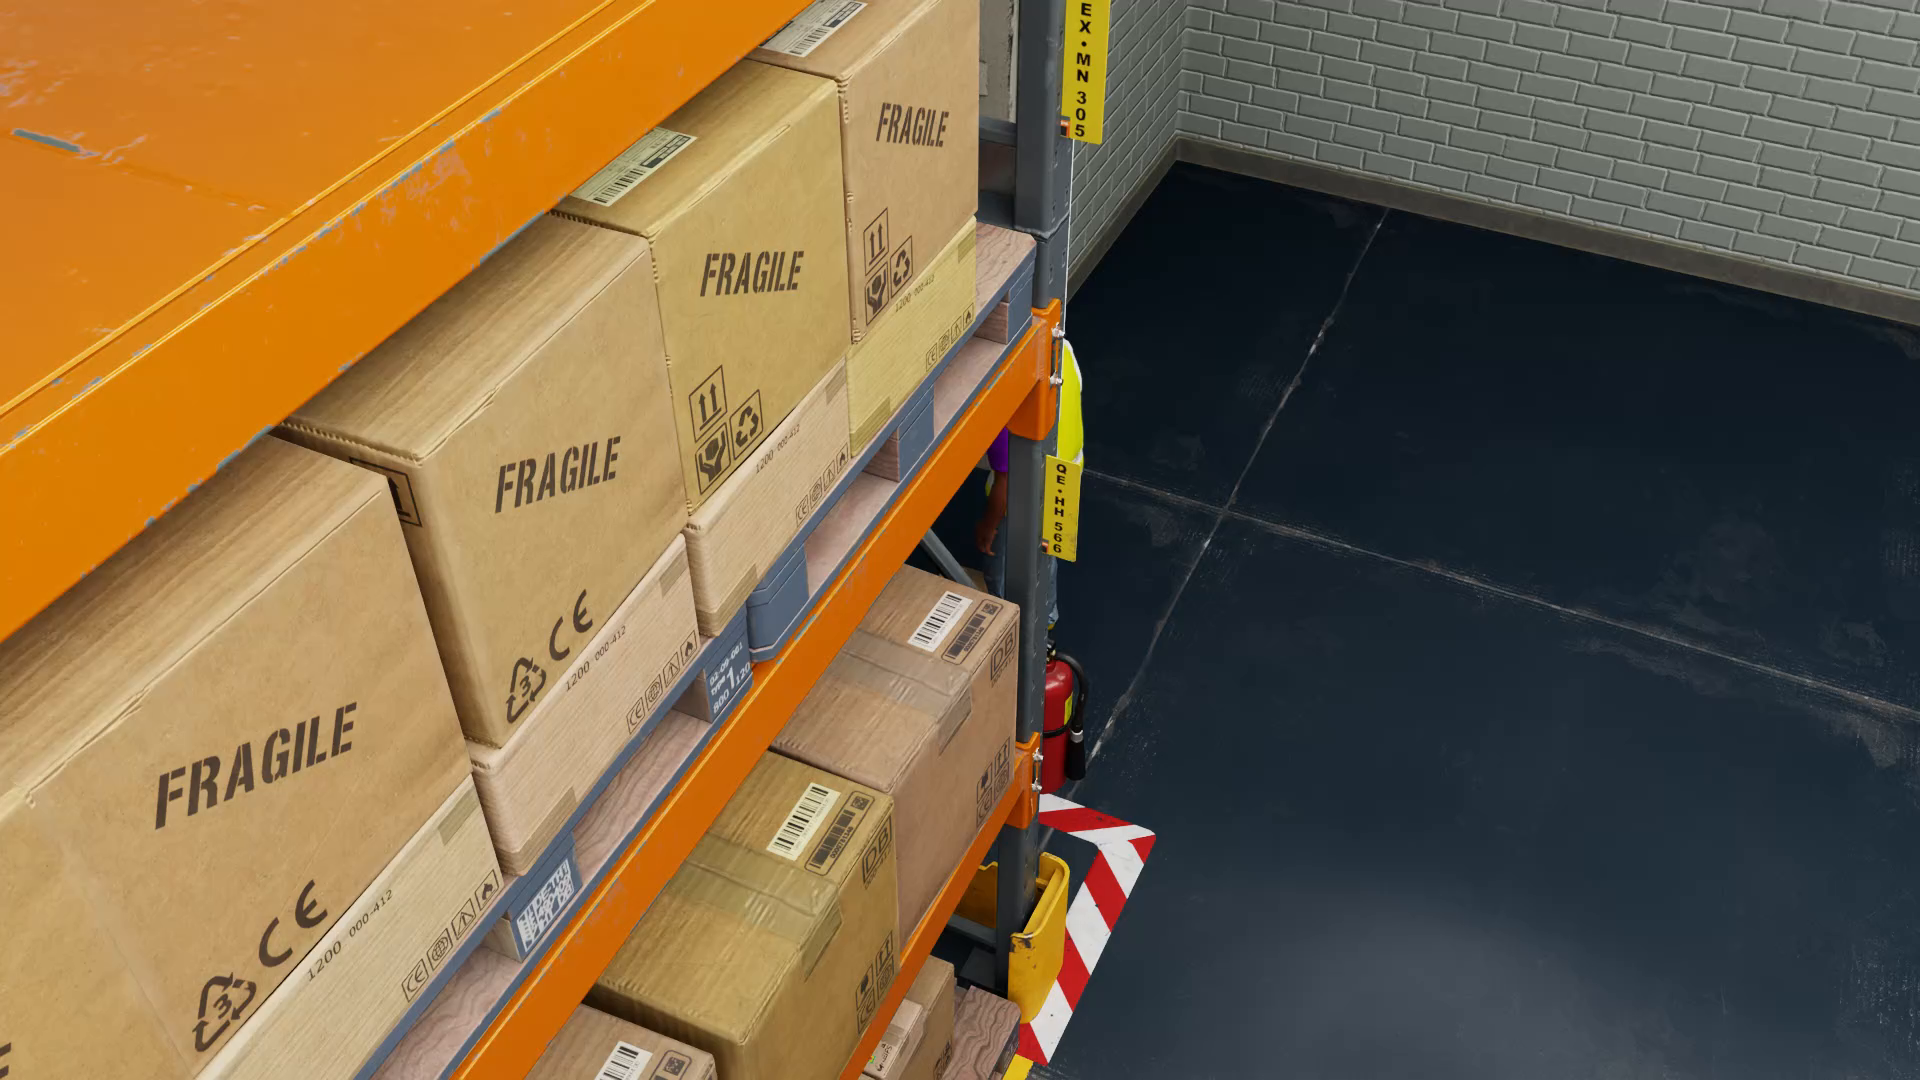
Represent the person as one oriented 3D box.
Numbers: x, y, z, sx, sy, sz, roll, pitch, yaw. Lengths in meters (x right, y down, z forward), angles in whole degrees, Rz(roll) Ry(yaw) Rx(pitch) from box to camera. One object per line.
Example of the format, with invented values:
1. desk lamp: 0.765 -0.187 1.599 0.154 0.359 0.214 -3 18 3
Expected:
1. person: 0.226 -0.217 6.389 0.461 1.760 0.626 17 45 19
